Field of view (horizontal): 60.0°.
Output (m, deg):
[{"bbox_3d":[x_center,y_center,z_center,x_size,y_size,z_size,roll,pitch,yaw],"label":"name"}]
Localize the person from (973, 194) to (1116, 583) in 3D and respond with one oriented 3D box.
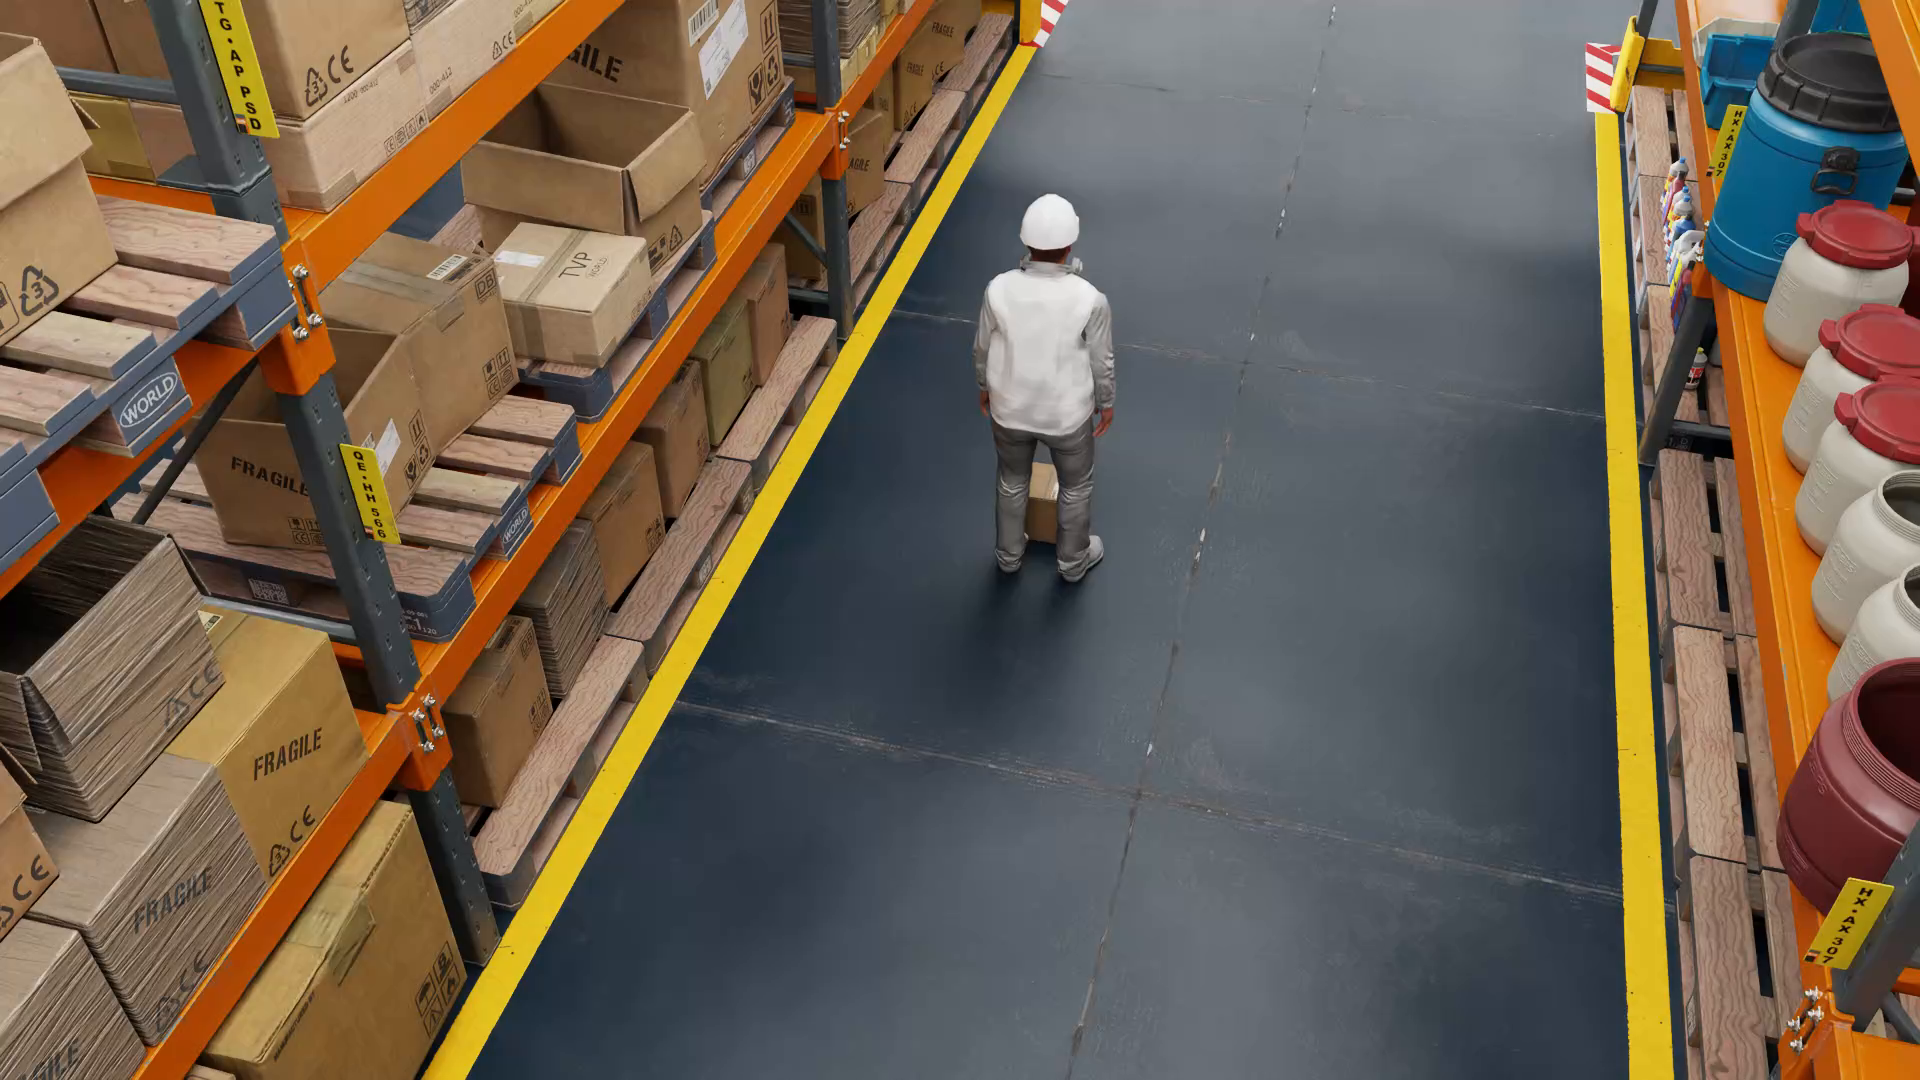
[{"bbox_3d":[0.345,-0.575,6.804,0.580,1.771,0.461,10,42,12],"label":"person"}]
